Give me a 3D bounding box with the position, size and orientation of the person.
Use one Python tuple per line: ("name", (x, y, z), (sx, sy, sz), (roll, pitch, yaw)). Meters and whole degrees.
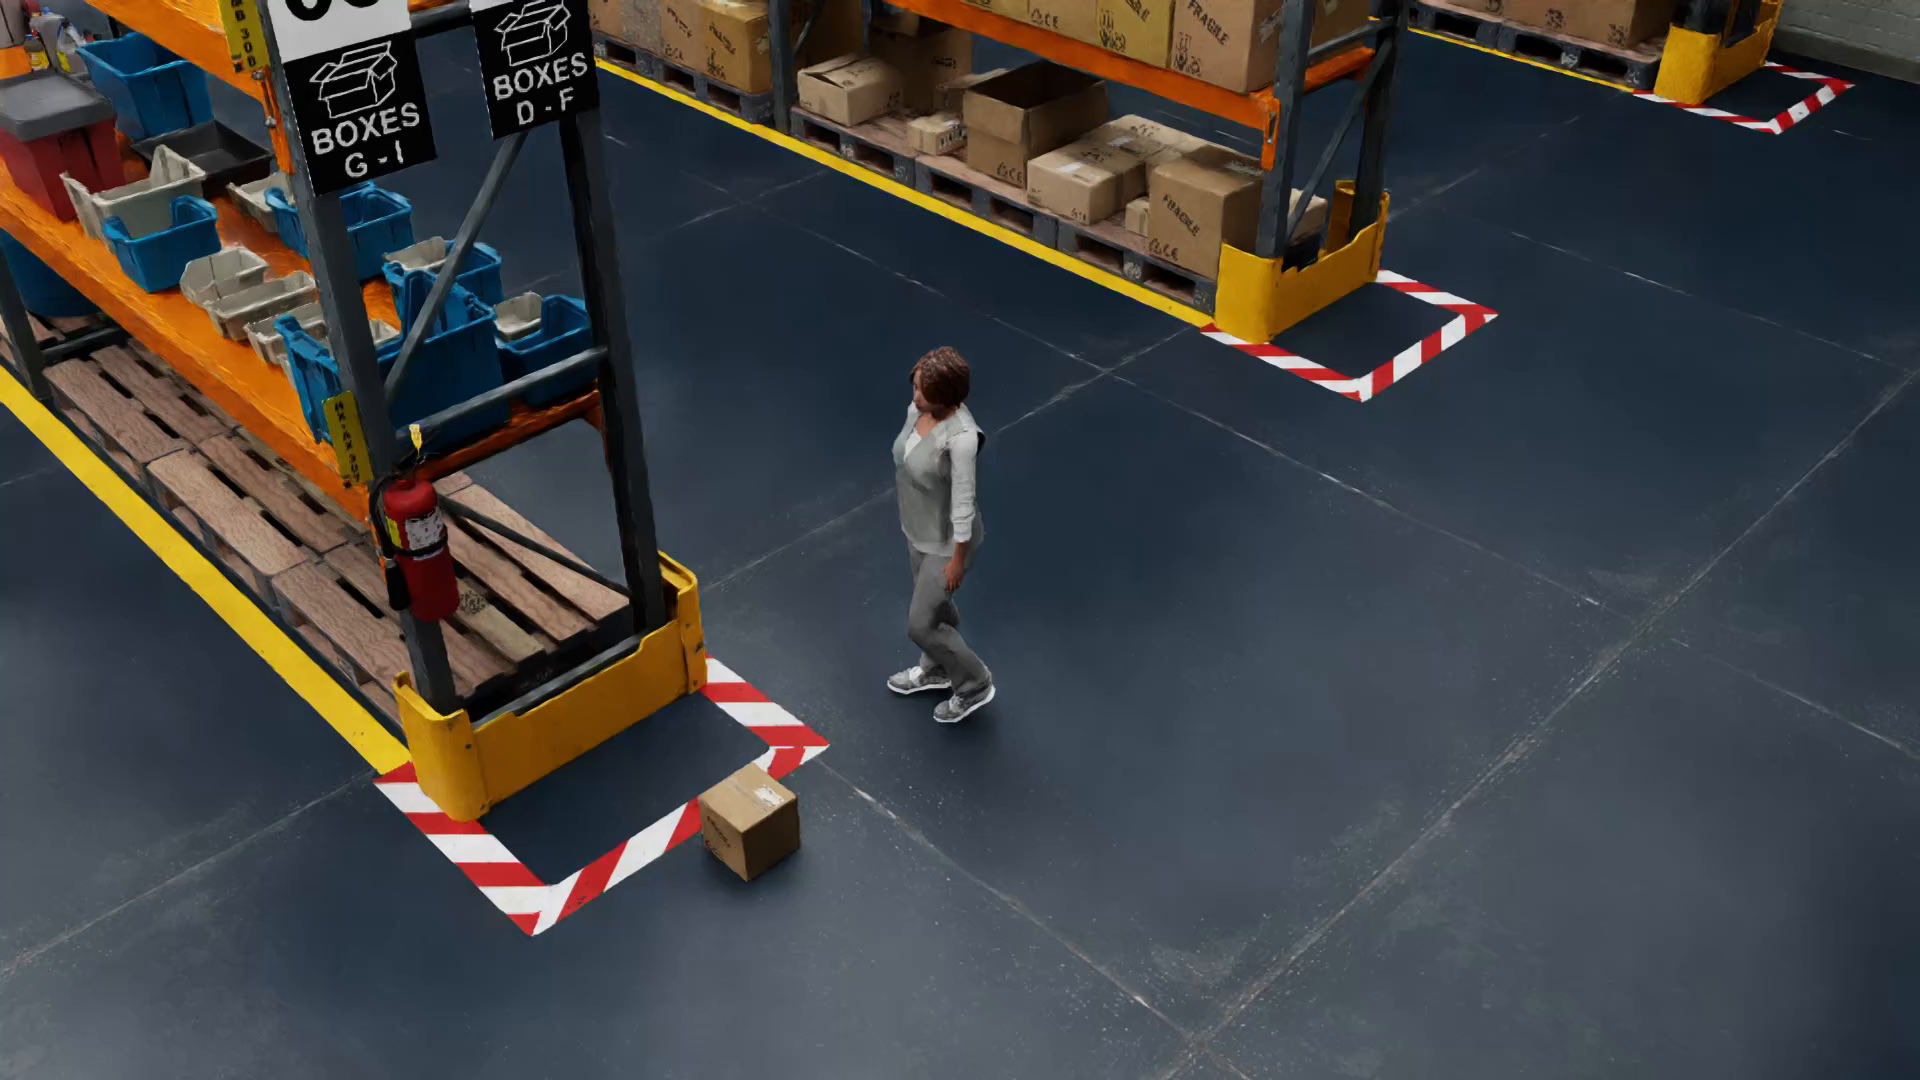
("person", (-0.091, -0.019, 6.174), (0.347, 1.588, 0.451), (-14, 38, -18))
